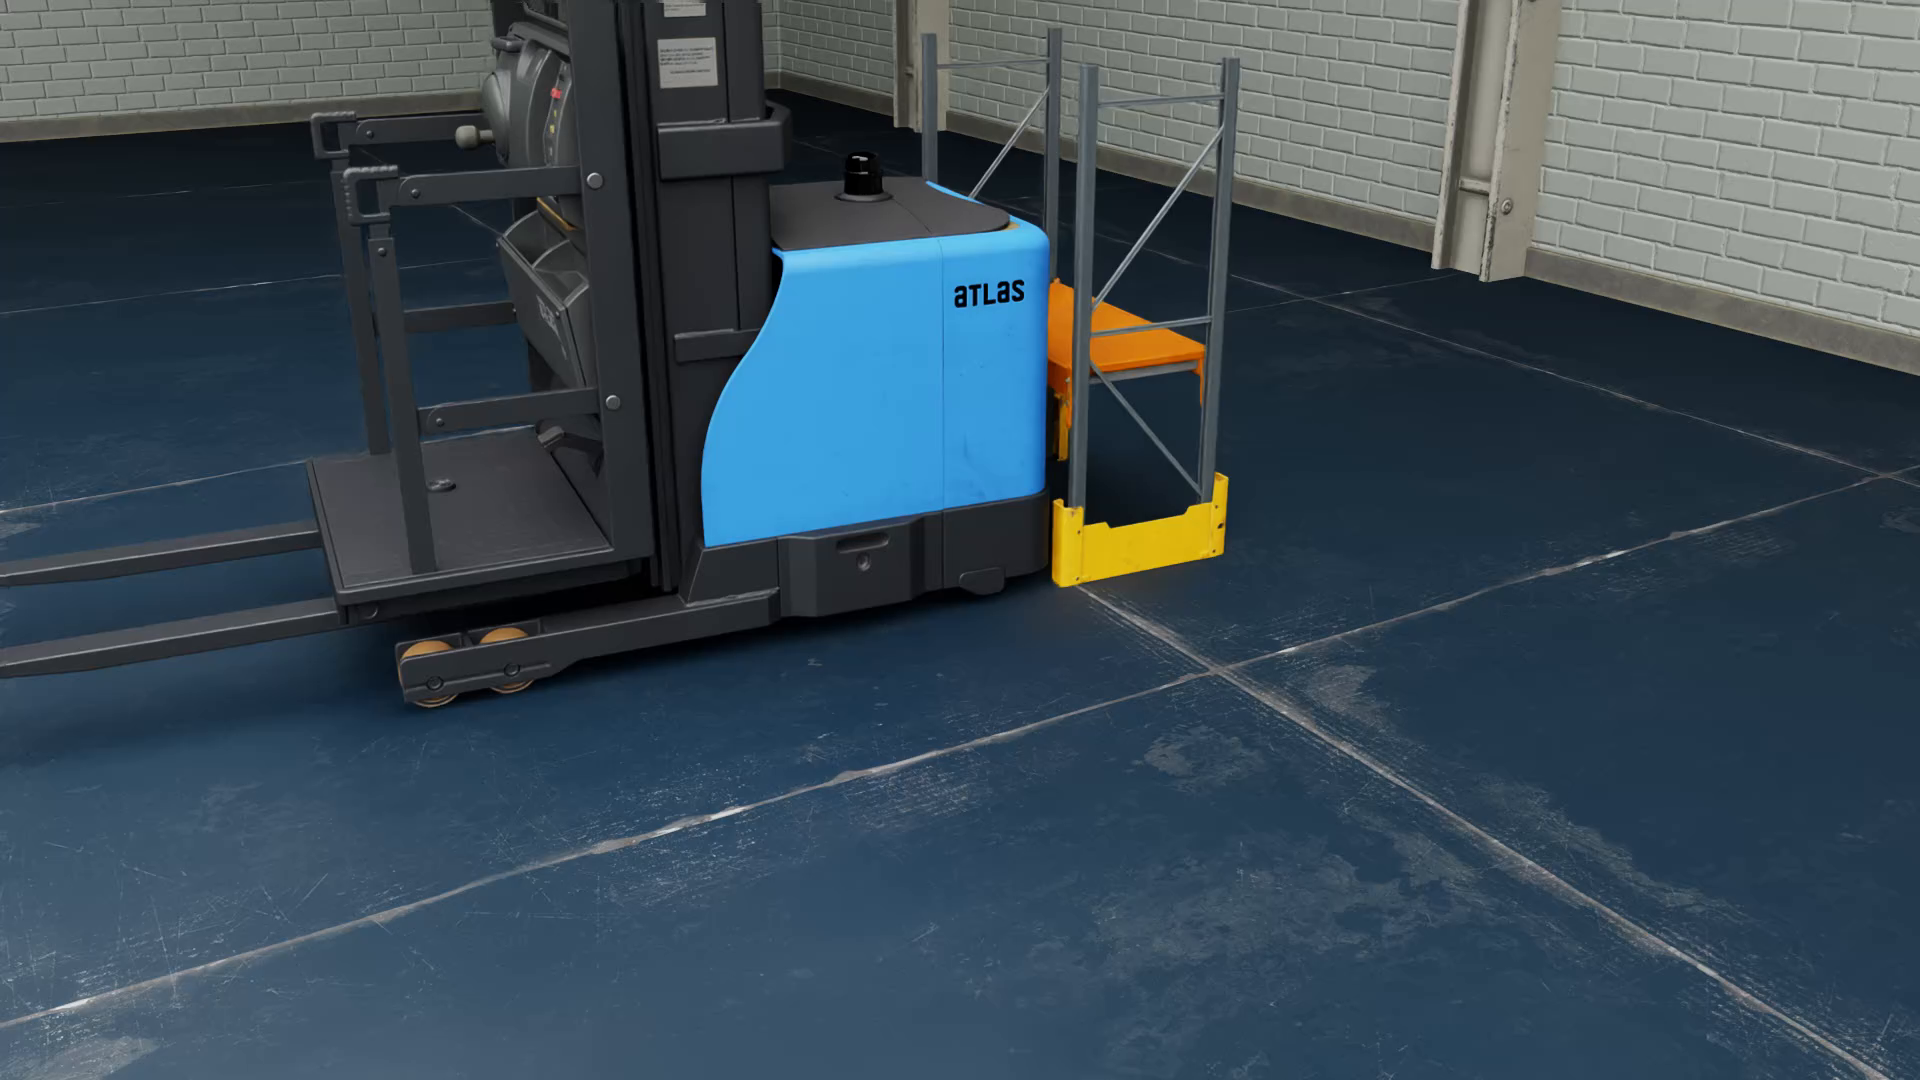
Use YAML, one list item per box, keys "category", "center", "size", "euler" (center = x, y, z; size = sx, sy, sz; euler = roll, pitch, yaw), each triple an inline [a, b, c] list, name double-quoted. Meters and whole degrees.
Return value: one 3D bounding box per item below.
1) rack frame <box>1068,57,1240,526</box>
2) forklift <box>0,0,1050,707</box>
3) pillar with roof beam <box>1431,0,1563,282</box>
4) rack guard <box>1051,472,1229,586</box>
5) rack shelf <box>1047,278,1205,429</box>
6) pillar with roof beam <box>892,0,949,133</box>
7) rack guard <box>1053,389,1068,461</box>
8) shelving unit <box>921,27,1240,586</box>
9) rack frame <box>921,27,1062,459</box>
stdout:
- category: "rack frame"
  center: [0.552, -0.615, 4.833]
  size: [0.500, 1.500, 0.032]
  euler: [-10, 24, -24]
- category: "forklift"
  center: [-1.300, -1.156, 4.263]
  size: [3.031, 2.935, 1.130]
  euler: [-9, 24, -22]
- category: "pillar with roof beam"
  center: [-0.951, -4.766, 5.086]
  size: [9.100, 9.000, 0.400]
  euler: [-13, 25, -28]
- category: "rack guard"
  center: [0.551, -0.036, 5.069]
  size: [0.587, 0.250, 0.087]
  euler: [-10, 24, -24]
- category: "rack shelf"
  center: [0.329, -0.620, 5.324]
  size: [0.538, 0.185, 1.000]
  euler: [-10, 24, -24]
- category: "pillar with roof beam"
  center: [-4.016, -6.708, 9.865]
  size: [9.100, 9.000, 0.400]
  euler: [-13, 25, -28]
- category: "rack guard"
  center: [0.115, -0.374, 5.899]
  size: [0.587, 0.250, 0.087]
  euler: [-10, 24, -24]
- category: "shelving unit"
  center: [0.333, -0.784, 5.248]
  size: [0.587, 1.500, 1.083]
  euler: [-10, 24, -24]
- category: "rack frame"
  center: [0.106, -0.959, 5.679]
  size: [0.500, 1.500, 0.032]
  euler: [-10, 24, -24]
